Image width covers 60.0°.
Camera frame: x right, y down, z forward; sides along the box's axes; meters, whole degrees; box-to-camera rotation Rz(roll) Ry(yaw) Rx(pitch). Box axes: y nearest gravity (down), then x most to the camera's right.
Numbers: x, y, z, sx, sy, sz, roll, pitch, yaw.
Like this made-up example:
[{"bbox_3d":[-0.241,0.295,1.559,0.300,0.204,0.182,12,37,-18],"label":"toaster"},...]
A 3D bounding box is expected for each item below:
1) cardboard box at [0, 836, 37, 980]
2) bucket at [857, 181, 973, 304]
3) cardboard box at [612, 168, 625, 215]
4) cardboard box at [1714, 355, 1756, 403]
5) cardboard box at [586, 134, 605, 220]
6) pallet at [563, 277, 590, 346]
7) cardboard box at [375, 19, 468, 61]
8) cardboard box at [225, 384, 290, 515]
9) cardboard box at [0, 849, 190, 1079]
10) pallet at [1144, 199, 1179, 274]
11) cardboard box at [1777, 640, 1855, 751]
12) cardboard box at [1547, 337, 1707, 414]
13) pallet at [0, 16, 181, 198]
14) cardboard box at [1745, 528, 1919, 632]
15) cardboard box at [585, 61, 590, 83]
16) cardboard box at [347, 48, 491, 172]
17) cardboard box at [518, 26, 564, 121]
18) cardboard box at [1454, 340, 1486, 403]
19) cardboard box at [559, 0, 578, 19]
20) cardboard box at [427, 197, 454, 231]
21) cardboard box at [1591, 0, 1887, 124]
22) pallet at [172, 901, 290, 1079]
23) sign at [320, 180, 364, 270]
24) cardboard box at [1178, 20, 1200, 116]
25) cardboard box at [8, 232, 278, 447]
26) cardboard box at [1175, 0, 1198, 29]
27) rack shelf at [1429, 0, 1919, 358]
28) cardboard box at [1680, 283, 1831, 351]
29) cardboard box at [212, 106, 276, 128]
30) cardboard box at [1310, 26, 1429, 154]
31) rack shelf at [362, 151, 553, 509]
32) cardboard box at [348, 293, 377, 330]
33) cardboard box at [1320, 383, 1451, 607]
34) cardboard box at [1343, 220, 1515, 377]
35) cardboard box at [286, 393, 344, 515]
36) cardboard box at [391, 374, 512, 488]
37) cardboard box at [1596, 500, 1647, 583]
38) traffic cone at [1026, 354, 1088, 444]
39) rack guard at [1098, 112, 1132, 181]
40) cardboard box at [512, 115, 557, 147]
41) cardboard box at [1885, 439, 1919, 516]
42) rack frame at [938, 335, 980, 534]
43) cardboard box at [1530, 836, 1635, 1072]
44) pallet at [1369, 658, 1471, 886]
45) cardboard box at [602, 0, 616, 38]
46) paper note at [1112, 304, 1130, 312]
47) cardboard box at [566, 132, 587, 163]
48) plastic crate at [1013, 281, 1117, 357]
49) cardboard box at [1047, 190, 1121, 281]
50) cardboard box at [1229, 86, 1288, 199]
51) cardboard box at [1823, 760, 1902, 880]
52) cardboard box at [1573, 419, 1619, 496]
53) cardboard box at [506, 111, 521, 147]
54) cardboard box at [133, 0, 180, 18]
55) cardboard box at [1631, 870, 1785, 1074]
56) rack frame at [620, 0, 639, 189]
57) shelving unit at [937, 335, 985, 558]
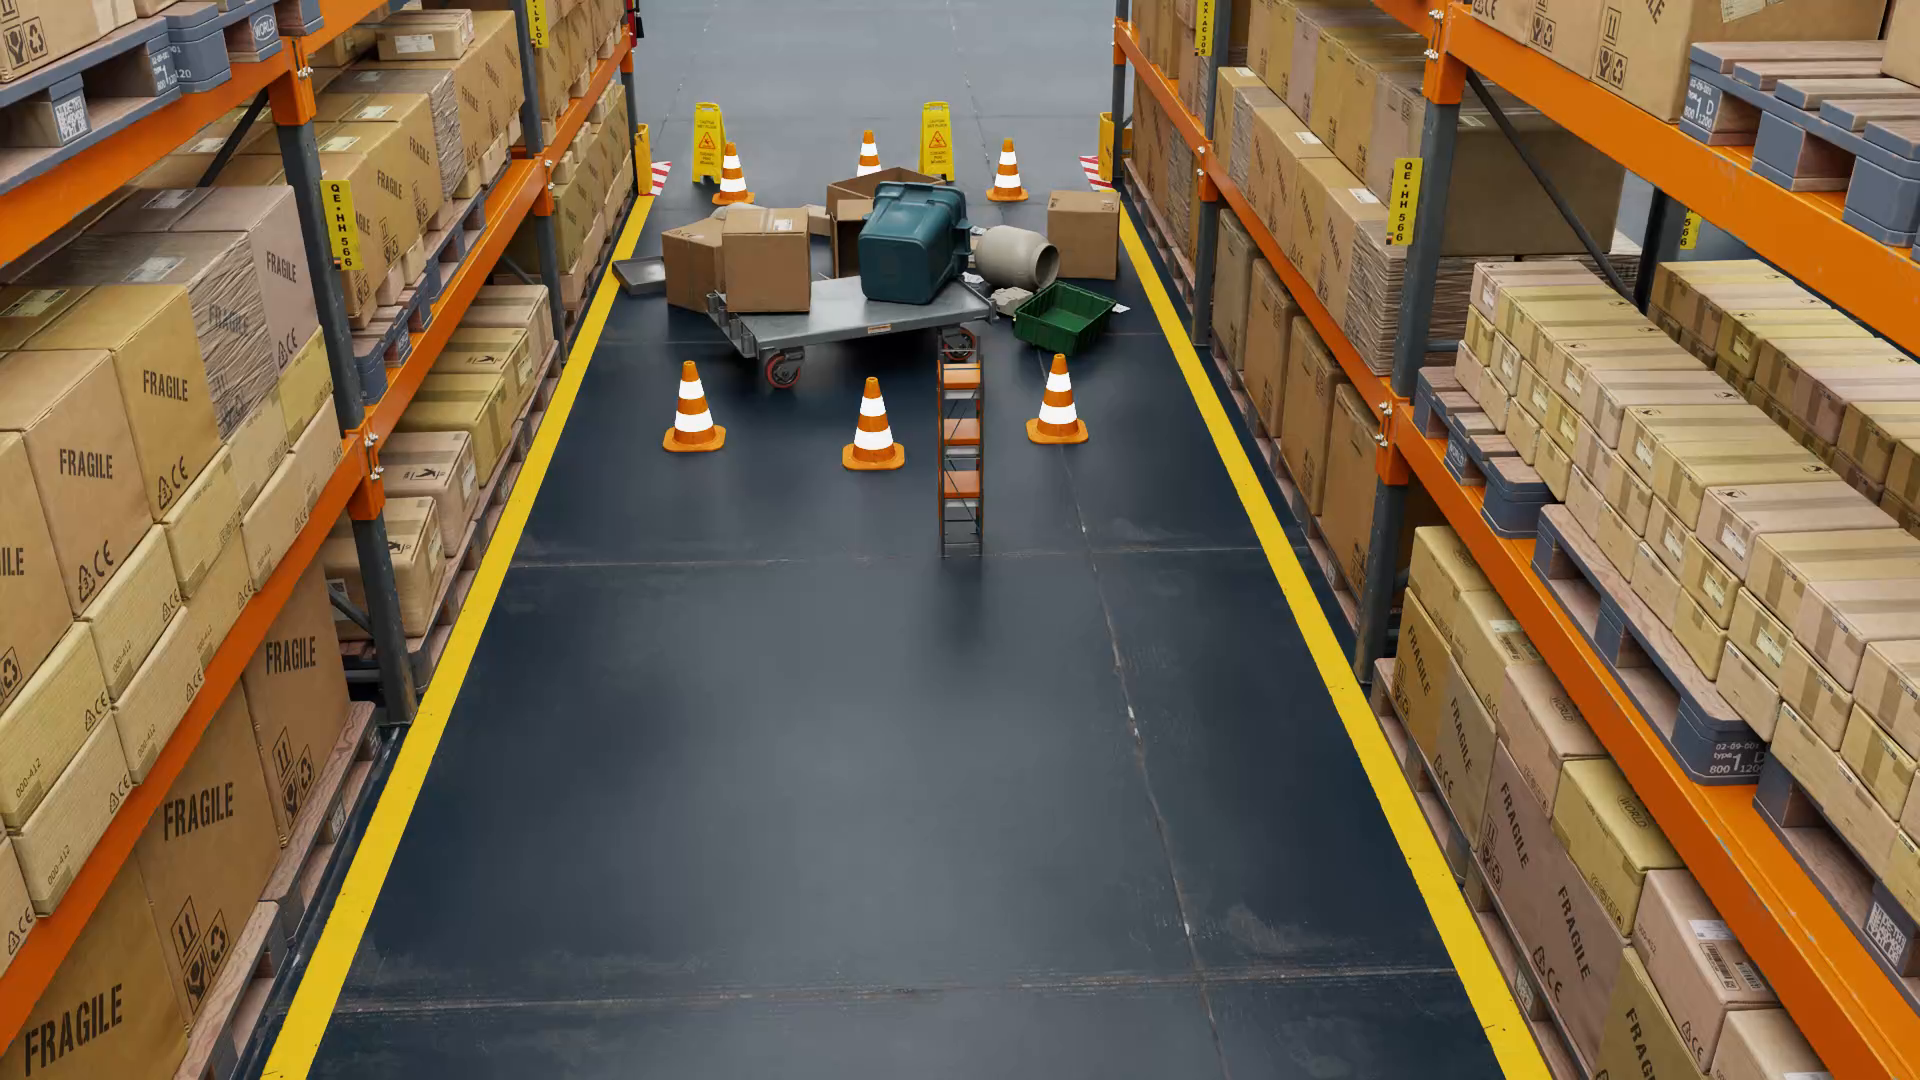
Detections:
[{"bbox_3d":[-2.321,0.880,3.480,0.500,0.250,0.500,-2,28,-4],"label":"cardboard box"},{"bbox_3d":[-0.322,-1.828,10.407,0.726,0.611,0.620,8,39,15],"label":"bucket"},{"bbox_3d":[-2.830,-2.640,12.587,0.500,0.250,0.500,-1,28,-2],"label":"cardboard box"},{"bbox_3d":[2.708,-0.496,5.453,0.380,0.149,0.250,-1,28,-1],"label":"cardboard box"},{"bbox_3d":[-2.777,-2.497,11.502,0.500,0.500,0.500,0,28,0],"label":"cardboard box"},{"bbox_3d":[-3.021,-1.505,10.907,1.003,0.211,1.213,-1,28,-3],"label":"pallet"},{"bbox_3d":[-2.614,-2.430,8.081,0.380,0.149,0.250,-3,28,-5],"label":"cardboard box"},{"bbox_3d":[-2.433,-0.286,5.176,0.500,0.250,0.500,-2,28,-4],"label":"cardboard box"},{"bbox_3d":[-2.700,1.317,4.325,0.875,0.875,0.875,-1,28,-1],"label":"cardboard box"},{"bbox_3d":[1.959,-2.280,12.393,1.003,0.211,1.213,-1,28,-3],"label":"pallet"},{"bbox_3d":[2.143,0.348,3.835,0.380,0.149,0.250,-2,28,-4],"label":"cardboard box"},{"bbox_3d":[2.065,-0.512,5.162,0.380,0.149,0.250,-3,28,-5],"label":"cardboard box"},{"bbox_3d":[-2.594,-1.019,3.920,1.003,0.211,1.213,0,28,0],"label":"pallet"},{"bbox_3d":[2.139,0.099,3.991,0.380,0.149,0.250,-2,28,-4],"label":"cardboard box"},{"bbox_3d":[-2.746,-3.181,11.376,0.380,0.149,0.250,-1,28,-3],"label":"cardboard box"},{"bbox_3d":[-2.650,-2.119,8.186,0.500,0.500,0.500,0,28,-1],"label":"cardboard box"},{"bbox_3d":[-2.696,-2.818,9.980,0.500,0.500,0.500,-1,28,-3],"label":"cardboard box"},{"bbox_3d":[2.018,-0.614,6.002,0.380,0.149,0.250,-2,28,-3],"label":"cardboard box"},{"bbox_3d":[-2.762,-3.496,10.199,0.700,0.500,0.500,-1,28,-2],"label":"cardboard box"},{"bbox_3d":[-2.609,-1.562,7.818,0.380,0.149,0.250,-1,28,-1],"label":"cardboard box"},{"bbox_3d":[2.025,-1.394,4.327,0.500,0.500,0.500,-1,28,-3],"label":"cardboard box"},{"bbox_3d":[-2.715,1.580,4.993,1.003,0.211,1.213,-1,28,-3],"label":"pallet"},{"bbox_3d":[-2.188,-1.113,5.888,0.100,0.325,0.005,-1,28,-3],"label":"sign"},{"bbox_3d":[1.905,-3.088,10.765,0.875,0.550,0.550,-1,28,-3],"label":"cardboard box"},{"bbox_3d":[-2.419,-0.603,4.974,0.500,0.500,0.500,-1,28,-2],"label":"cardboard box"},{"bbox_3d":[1.857,-3.566,10.513,0.875,0.550,0.550,-1,28,-3],"label":"cardboard box"},{"bbox_3d":[2.300,-0.838,4.148,1.077,0.370,4.000,-1,28,-3],"label":"rack shelf"},{"bbox_3d":[2.690,-0.758,5.634,0.380,0.149,0.250,-2,28,-3],"label":"cardboard box"},{"bbox_3d":[-3.109,-1.622,7.232,0.500,0.500,0.500,-3,28,-6],"label":"cardboard box"},{"bbox_3d":[2.099,-2.153,7.944,0.700,0.500,0.500,-2,28,-3],"label":"cardboard box"},{"bbox_3d":[-2.846,-1.189,8.065,1.077,0.370,4.000,-1,28,-3],"label":"rack shelf"},{"bbox_3d":[-2.555,-0.946,6.637,0.380,0.149,0.250,-3,28,-6],"label":"cardboard box"},{"bbox_3d":[2.254,-0.223,7.413,1.050,0.750,0.750,-2,28,-3],"label":"cardboard box"},{"bbox_3d":[1.904,-0.997,6.809,0.500,0.500,0.500,-1,28,-3],"label":"cardboard box"},{"bbox_3d":[-2.456,-0.291,5.726,0.500,0.250,0.500,-2,28,-4],"label":"cardboard box"},{"bbox_3d":[-2.842,-0.558,8.464,0.950,0.372,0.625,0,28,-1],"label":"cardboard box"},{"bbox_3d":[2.089,-0.002,4.828,0.380,0.149,0.250,-1,28,-2],"label":"cardboard box"},{"bbox_3d":[0.549,-0.818,9.317,0.336,0.463,0.334,-1,28,-3],"label":"traffic cone"},{"bbox_3d":[1.777,-3.348,14.129,1.175,0.500,0.348,-1,28,-3],"label":"rack guard"},{"bbox_3d":[-2.647,-2.474,10.021,0.380,0.149,0.250,-2,28,-3],"label":"cardboard box"},{"bbox_3d":[2.757,-0.157,4.481,0.380,0.149,0.250,-1,28,-1],"label":"cardboard box"},{"bbox_3d":[-0.004,-0.497,8.068,0.200,1.050,0.008,-1,28,-3],"label":"rack frame"},{"bbox_3d":[2.066,1.209,4.938,0.500,0.500,0.500,-2,28,-4],"label":"cardboard box"},{"bbox_3d":[2.235,0.846,6.399,1.003,0.211,1.213,-1,28,-3],"label":"pallet"},{"bbox_3d":[-2.835,-3.980,12.208,0.500,0.500,0.500,-1,28,-3],"label":"cardboard box"},{"bbox_3d":[1.048,-1.571,11.228,0.147,0.020,0.142,-23,35,-37],"label":"paper note"},{"bbox_3d":[-2.687,-2.595,10.988,0.380,0.149,0.250,0,28,-1],"label":"cardboard box"},{"bbox_3d":[0.670,-1.426,10.718,0.450,0.188,0.662,22,34,18],"label":"plastic crate"},{"bbox_3d":[0.881,-2.183,11.892,0.500,0.500,0.500,3,28,6],"label":"cardboard box"},{"bbox_3d":[1.773,-2.160,9.040,0.500,0.500,0.500,-1,28,-2],"label":"cardboard box"},{"bbox_3d":[2.161,0.608,3.659,0.380,0.149,0.250,-1,28,-3],"label":"cardboard box"},{"bbox_3d":[2.080,-0.250,4.981,0.380,0.149,0.250,-1,28,-3],"label":"cardboard box"},{"bbox_3d":[-2.648,-2.276,9.187,0.380,0.149,0.250,-1,28,-2],"label":"cardboard box"},{"bbox_3d":[-2.501,-1.693,4.446,0.700,0.500,0.500,-3,28,-5],"label":"cardboard box"},{"bbox_3d":[2.100,1.110,4.315,0.500,0.250,0.500,0,28,0],"label":"cardboard box"},{"bbox_3d":[-3.160,-4.279,13.211,1.000,3.000,0.127,-1,28,-3],"label":"rack frame"},{"bbox_3d":[0.003,-0.441,7.960,0.215,1.050,0.252,-1,28,-3],"label":"shelving unit"}]
